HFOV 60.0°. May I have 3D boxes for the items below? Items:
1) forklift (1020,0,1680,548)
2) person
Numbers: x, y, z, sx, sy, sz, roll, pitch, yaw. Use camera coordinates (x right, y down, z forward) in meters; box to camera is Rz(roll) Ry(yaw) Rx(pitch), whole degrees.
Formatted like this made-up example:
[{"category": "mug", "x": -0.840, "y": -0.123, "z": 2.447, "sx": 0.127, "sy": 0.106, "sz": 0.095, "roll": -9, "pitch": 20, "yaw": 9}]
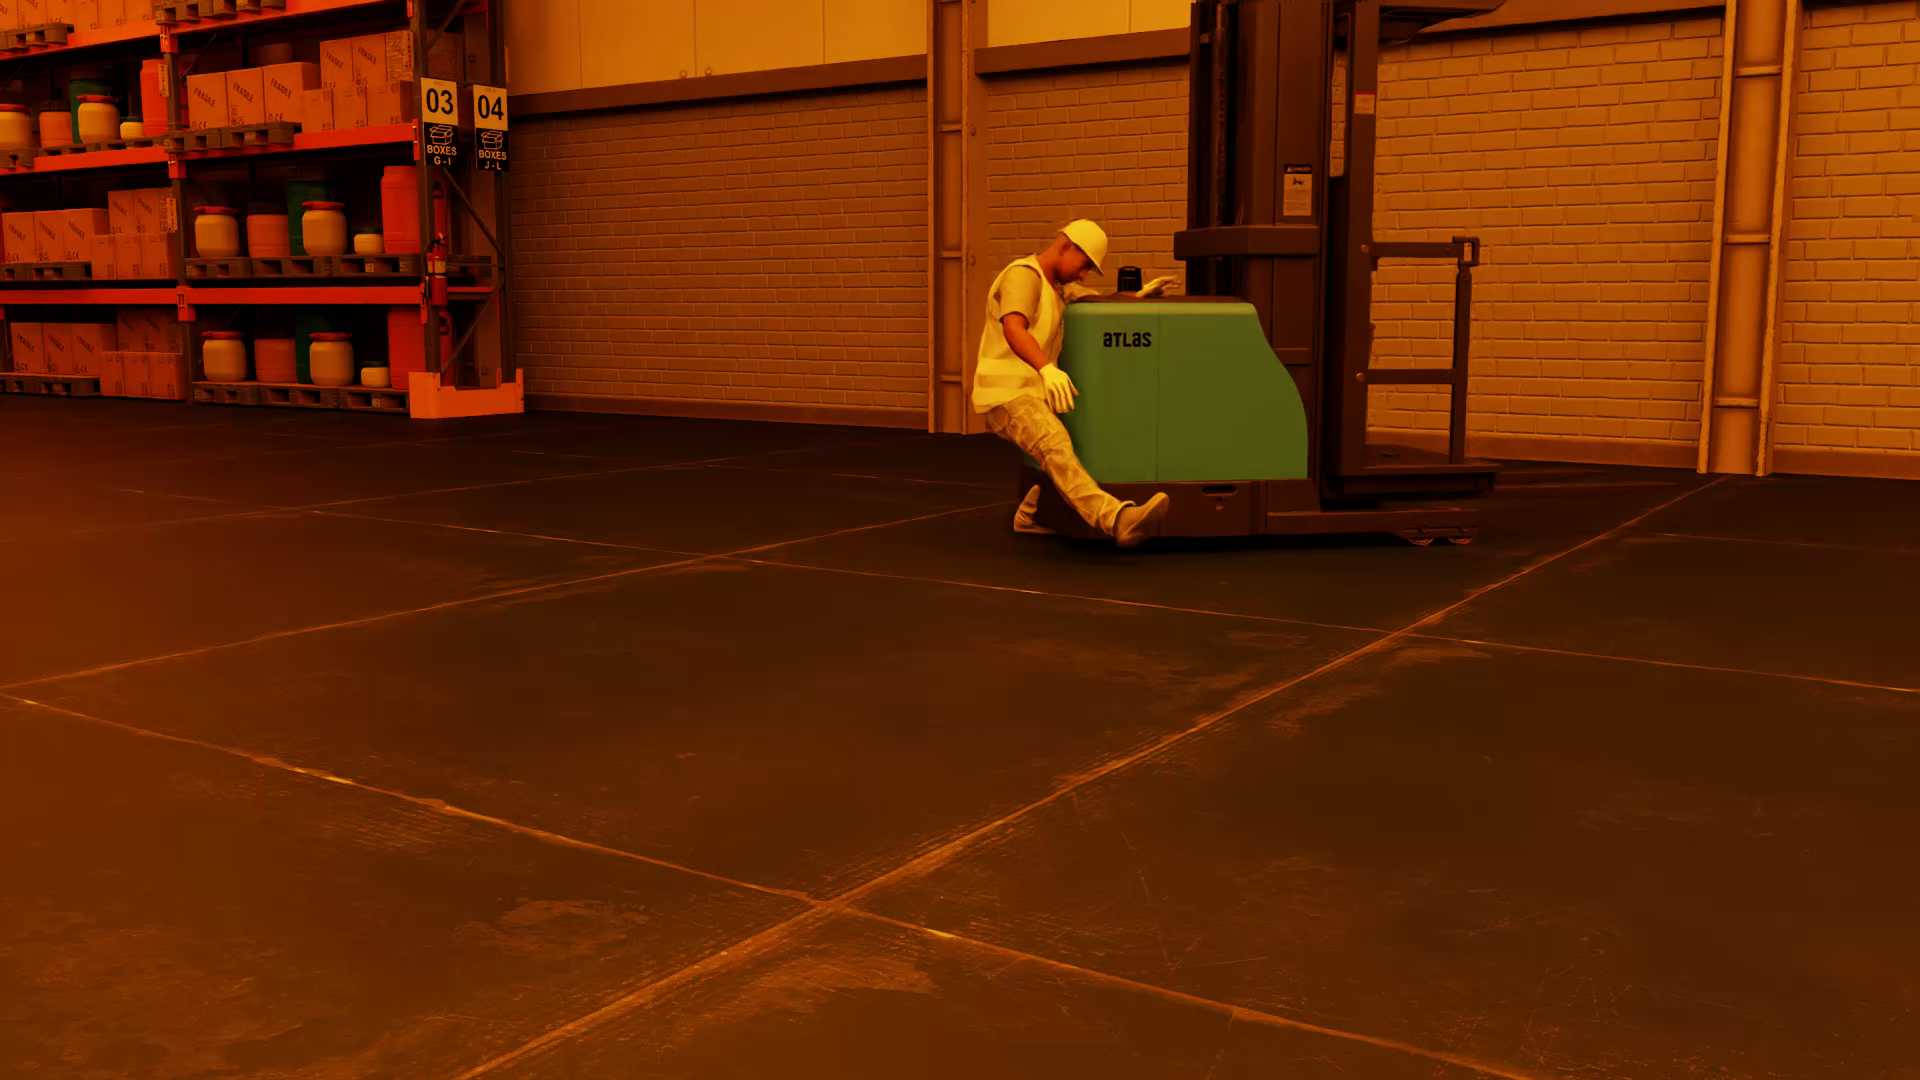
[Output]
[{"category": "forklift", "x": 1.859, "y": -1.495, "z": 7.708, "sx": 3.031, "sy": 2.935, "sz": 1.130, "roll": -2, "pitch": 8, "yaw": -12}, {"category": "person", "x": 0.559, "y": -0.651, "z": 7.167, "sx": 1.160, "sy": 1.450, "sz": 1.028, "roll": 5, "pitch": 9, "yaw": 31}]
